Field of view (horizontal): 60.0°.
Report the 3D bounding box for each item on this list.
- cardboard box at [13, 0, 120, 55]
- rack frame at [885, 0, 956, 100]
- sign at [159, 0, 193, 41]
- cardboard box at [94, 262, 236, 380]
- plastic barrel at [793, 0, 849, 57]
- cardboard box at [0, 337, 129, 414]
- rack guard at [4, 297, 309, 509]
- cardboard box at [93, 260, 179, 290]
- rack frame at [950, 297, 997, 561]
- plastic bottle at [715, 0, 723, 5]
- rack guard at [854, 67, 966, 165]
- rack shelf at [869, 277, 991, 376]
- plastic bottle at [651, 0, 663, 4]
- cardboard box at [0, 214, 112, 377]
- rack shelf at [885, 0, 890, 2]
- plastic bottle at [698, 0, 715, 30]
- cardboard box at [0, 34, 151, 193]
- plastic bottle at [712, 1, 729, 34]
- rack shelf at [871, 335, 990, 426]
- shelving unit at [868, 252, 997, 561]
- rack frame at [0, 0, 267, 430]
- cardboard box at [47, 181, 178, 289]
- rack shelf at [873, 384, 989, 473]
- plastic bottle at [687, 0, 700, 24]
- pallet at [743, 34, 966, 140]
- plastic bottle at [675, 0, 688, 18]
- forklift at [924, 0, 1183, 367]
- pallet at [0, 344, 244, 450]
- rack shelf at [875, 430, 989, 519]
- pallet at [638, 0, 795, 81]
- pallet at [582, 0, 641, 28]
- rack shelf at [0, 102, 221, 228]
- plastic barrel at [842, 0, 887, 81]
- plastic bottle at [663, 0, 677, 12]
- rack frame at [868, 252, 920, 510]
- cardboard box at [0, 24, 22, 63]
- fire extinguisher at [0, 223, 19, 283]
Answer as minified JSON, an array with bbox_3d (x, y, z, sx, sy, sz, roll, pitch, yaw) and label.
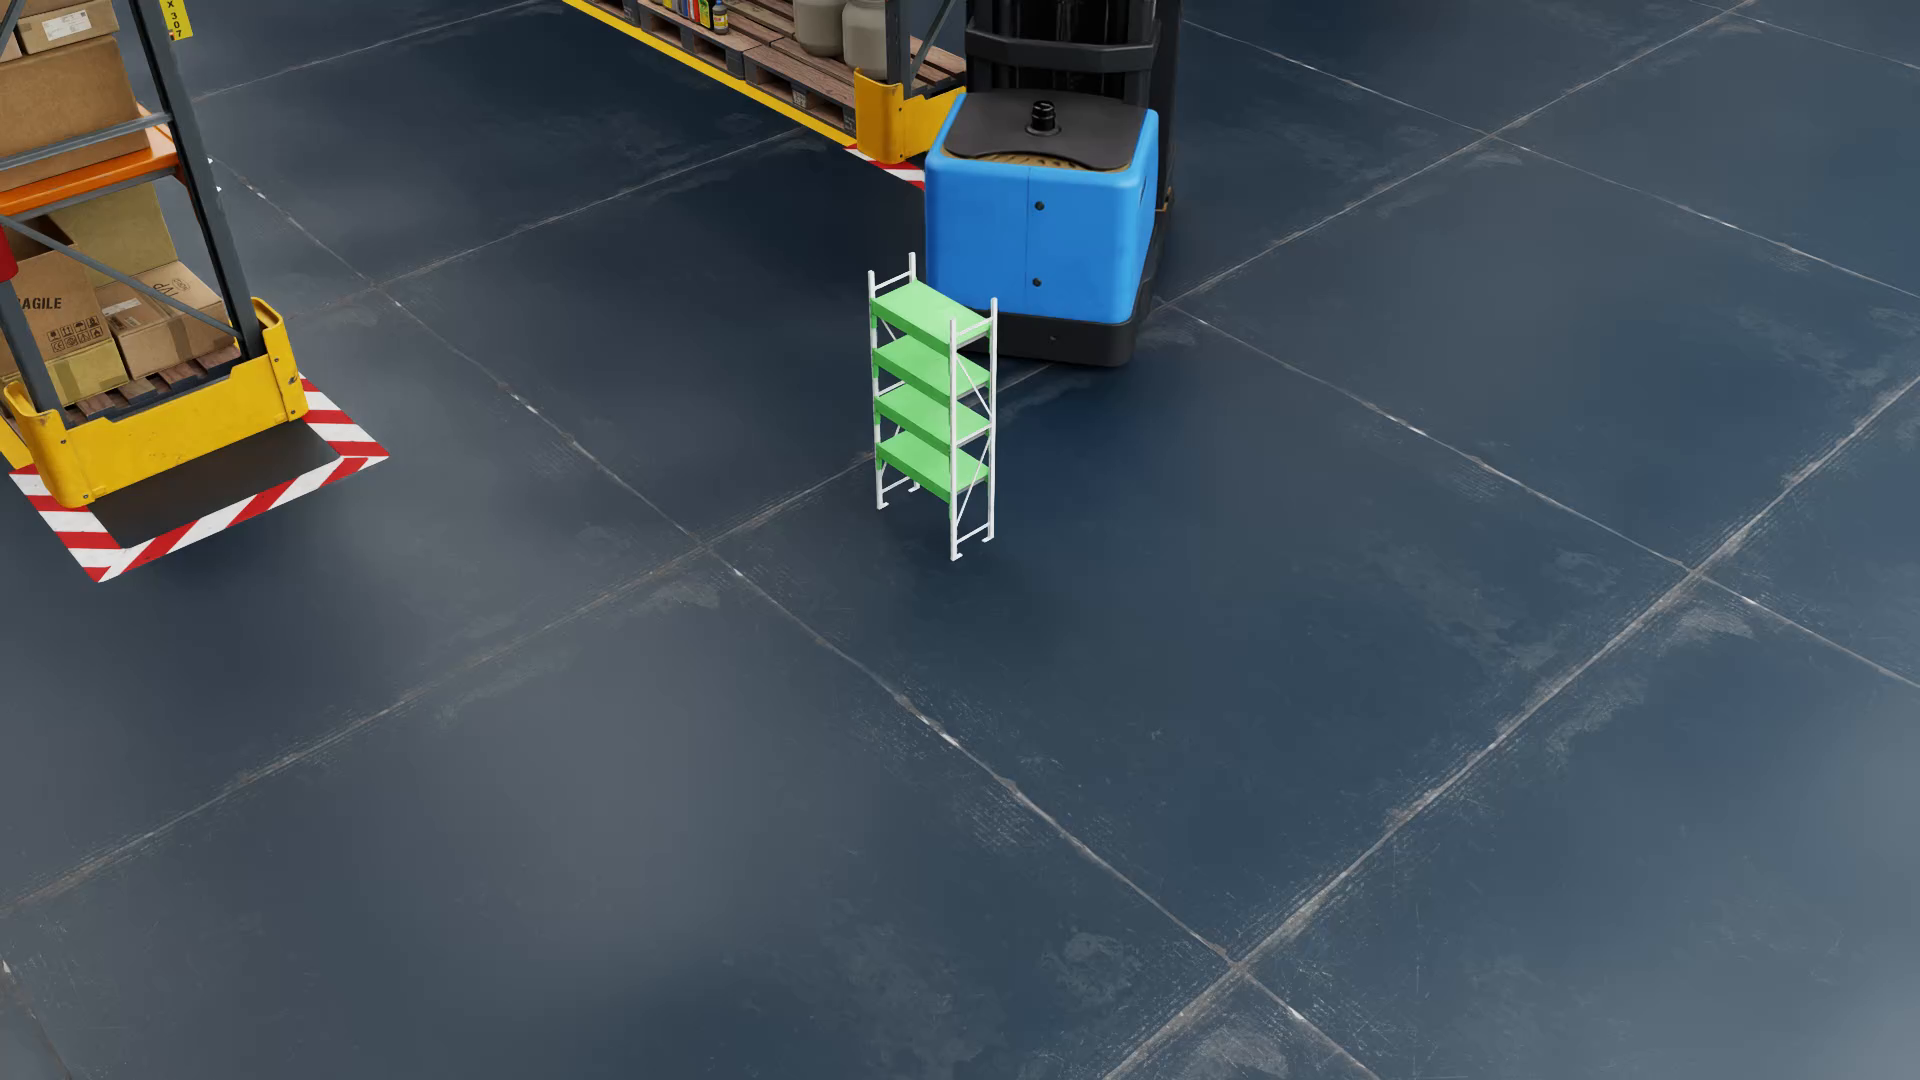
[{"bbox_3d":[-3.786,-2.193,6.983,0.380,0.149,0.250,-30,48,-32],"label":"cardboard box"},{"bbox_3d":[-0.028,-3.732,9.484,1.000,3.000,0.127,-30,48,-32],"label":"rack frame"},{"bbox_3d":[-3.266,-2.230,6.871,0.100,0.325,0.005,-30,48,-32],"label":"sign"},{"bbox_3d":[-3.878,-1.065,8.036,0.500,0.250,0.500,-30,48,-32],"label":"cardboard box"},{"bbox_3d":[-0.868,-3.432,10.758,0.421,0.512,0.421,0,39,0],"label":"plastic barrel"},{"bbox_3d":[-4.259,-0.845,7.763,0.500,0.250,0.500,-30,48,-32],"label":"cardboard box"},{"bbox_3d":[-3.663,-0.645,7.651,1.175,0.500,0.348,-30,48,-32],"label":"rack guard"},{"bbox_3d":[-4.219,-1.295,8.321,0.500,0.250,0.500,-30,48,-32],"label":"cardboard box"},{"bbox_3d":[0.053,-0.430,6.828,0.240,1.200,0.015,-30,48,-32],"label":"rack frame"},{"bbox_3d":[-1.665,-3.684,11.236,0.061,0.283,0.133,-30,48,-32],"label":"plastic bottle"},{"bbox_3d":[-0.114,-2.775,10.288,1.175,0.500,0.348,-30,48,-32],"label":"rack guard"},{"bbox_3d":[-0.112,-0.867,6.706,0.258,0.148,0.480,-30,48,-32],"label":"rack shelf"},{"bbox_3d":[-2.078,-3.890,11.437,0.144,0.351,0.185,-30,48,-32],"label":"plastic bottle"},{"bbox_3d":[-4.261,-1.136,7.527,0.500,0.500,0.500,-30,48,-32],"label":"cardboard box"},{"bbox_3d":[-1.380,-4.378,10.856,1.077,0.370,4.000,-30,48,-32],"label":"rack shelf"},{"bbox_3d":[-1.685,-3.557,11.078,0.061,0.283,0.133,-29,47,-31],"label":"plastic bottle"},{"bbox_3d":[-3.985,-1.889,7.122,0.700,0.500,0.500,-30,48,-32],"label":"cardboard box"},{"bbox_3d":[-1.593,-3.478,11.047,0.097,0.201,0.097,0,39,0],"label":"plastic bottle"},{"bbox_3d":[-0.112,-0.680,6.857,0.258,0.148,0.480,-30,48,-32],"label":"rack shelf"},{"bbox_3d":[-0.112,-0.543,6.968,0.258,1.200,0.503,-30,48,-32],"label":"shelving unit"},{"bbox_3d":[-3.679,-1.629,6.880,1.000,3.000,0.127,-30,48,-32],"label":"rack frame"},{"bbox_3d":[-4.217,-1.588,8.086,0.500,0.500,0.500,-30,48,-32],"label":"cardboard box"},{"bbox_3d":[-0.112,-0.494,7.008,0.258,0.148,0.480,-30,48,-32],"label":"rack shelf"},{"bbox_3d":[-1.743,-3.636,11.182,0.152,0.276,0.135,-30,47,-31],"label":"plastic bottle"},{"bbox_3d":[-0.659,-3.041,10.847,1.003,0.211,1.213,-30,48,-32],"label":"pallet"},{"bbox_3d":[-1.837,-3.700,11.261,0.152,0.276,0.135,-31,48,-33],"label":"plastic bottle"},{"bbox_3d":[0.624,-2.923,8.537,1.130,2.935,3.031,8,40,9],"label":"forklift"},{"bbox_3d":[-4.227,-0.880,8.172,1.003,0.211,1.213,-30,48,-32],"label":"pallet"},{"bbox_3d":[-0.112,-0.307,7.159,0.258,0.148,0.480,-30,48,-32],"label":"rack shelf"},{"bbox_3d":[-1.480,-3.605,11.546,1.003,0.211,1.213,-30,48,-32],"label":"pallet"},{"bbox_3d":[-2.310,-4.170,12.245,1.003,0.211,1.213,-30,48,-32],"label":"pallet"},{"bbox_3d":[-5.031,-2.275,8.252,1.077,0.370,4.000,-30,48,-32],"label":"rack shelf"},{"bbox_3d":[-0.529,-3.200,10.470,0.421,0.512,0.421,0,39,0],"label":"plastic barrel"},{"bbox_3d":[-1.952,-3.804,11.331,0.144,0.351,0.185,-28,47,-30],"label":"plastic bottle"},{"bbox_3d":[-0.277,-0.656,7.108,0.240,1.200,0.015,-30,48,-32],"label":"rack frame"},{"bbox_3d":[-4.078,-2.016,6.763,0.380,0.149,0.250,-31,48,-32],"label":"cardboard box"},{"bbox_3d":[-3.941,-1.347,6.592,0.296,0.674,0.183,-30,48,-32],"label":"fire extinguisher"}]
